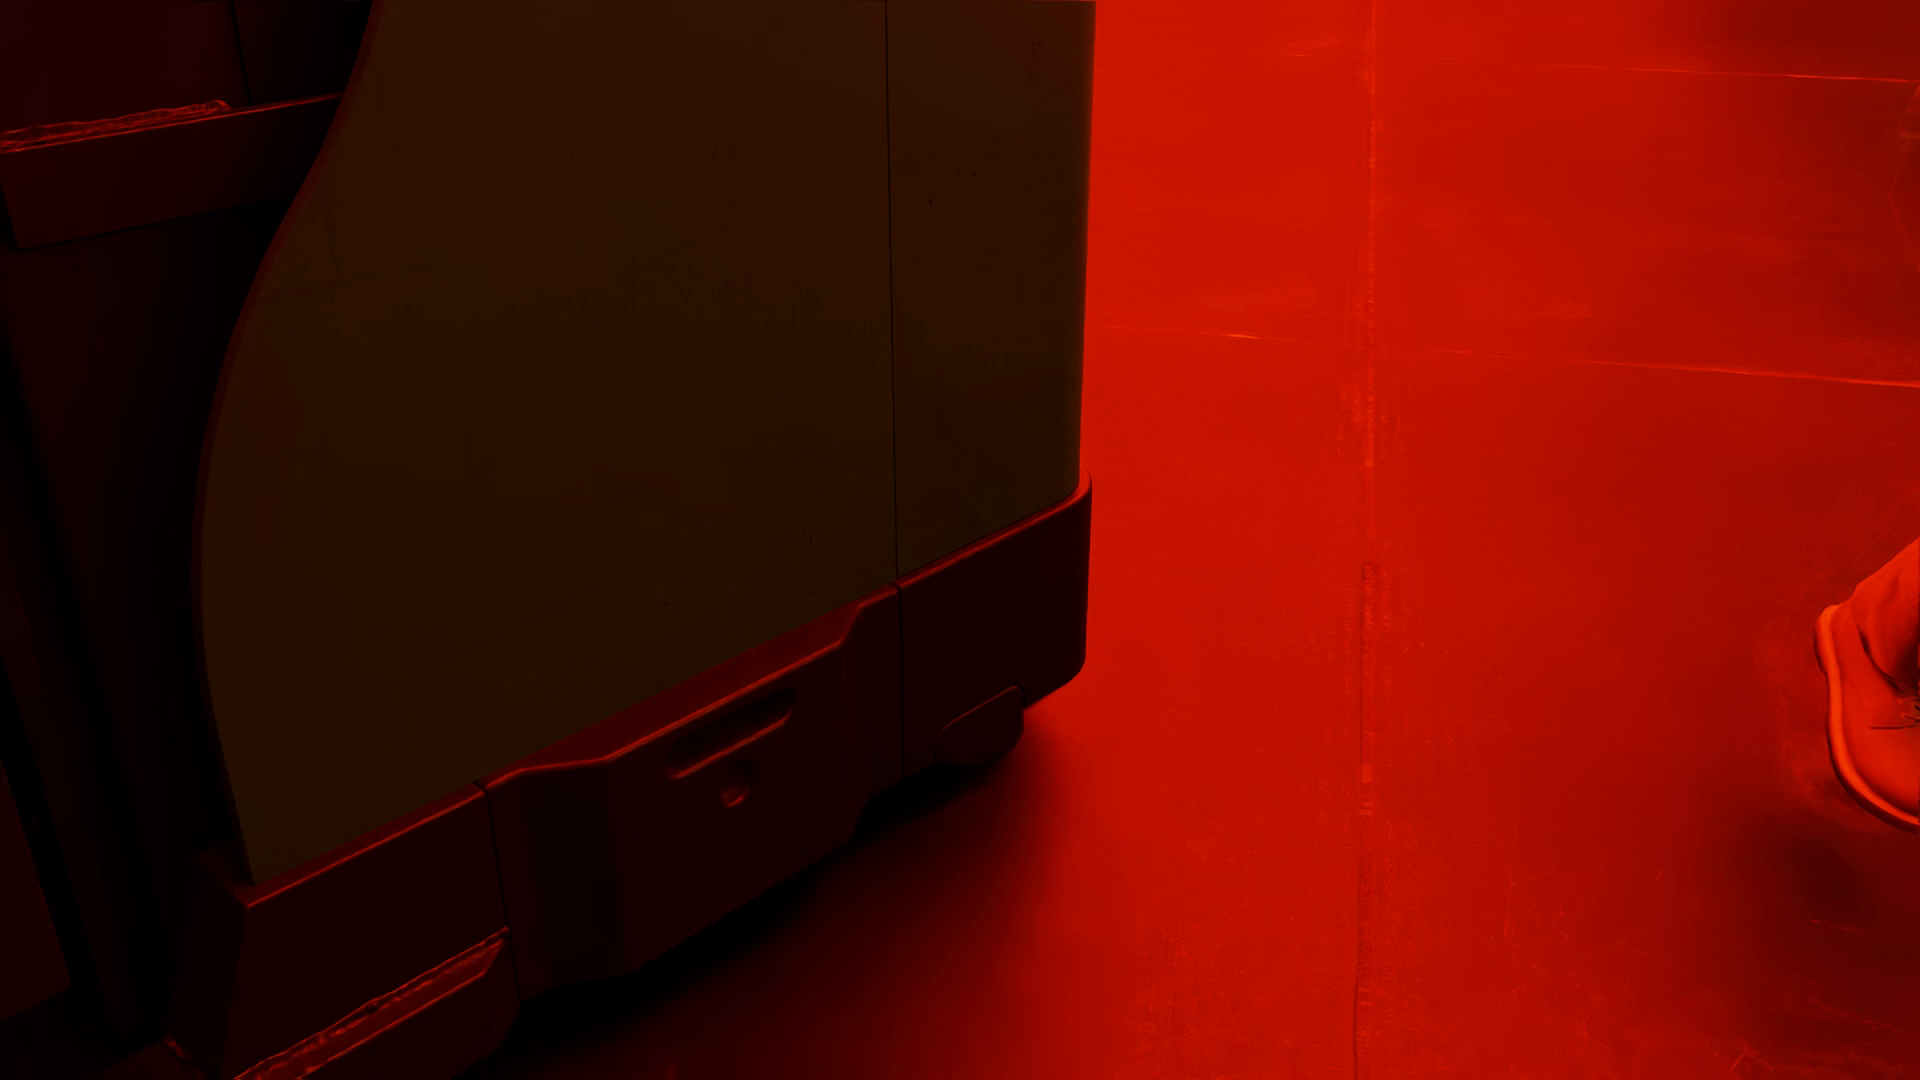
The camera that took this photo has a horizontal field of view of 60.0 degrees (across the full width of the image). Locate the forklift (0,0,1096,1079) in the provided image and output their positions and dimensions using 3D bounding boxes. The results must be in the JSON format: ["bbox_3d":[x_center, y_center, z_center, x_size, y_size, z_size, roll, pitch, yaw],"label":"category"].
[{"bbox_3d":[-1.226,-0.774,0.781,1.130,2.935,3.031,23,35,38],"label":"forklift"}]

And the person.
[{"bbox_3d":[1.363,-0.311,1.595,0.844,1.471,0.676,1,27,2],"label":"person"}]
